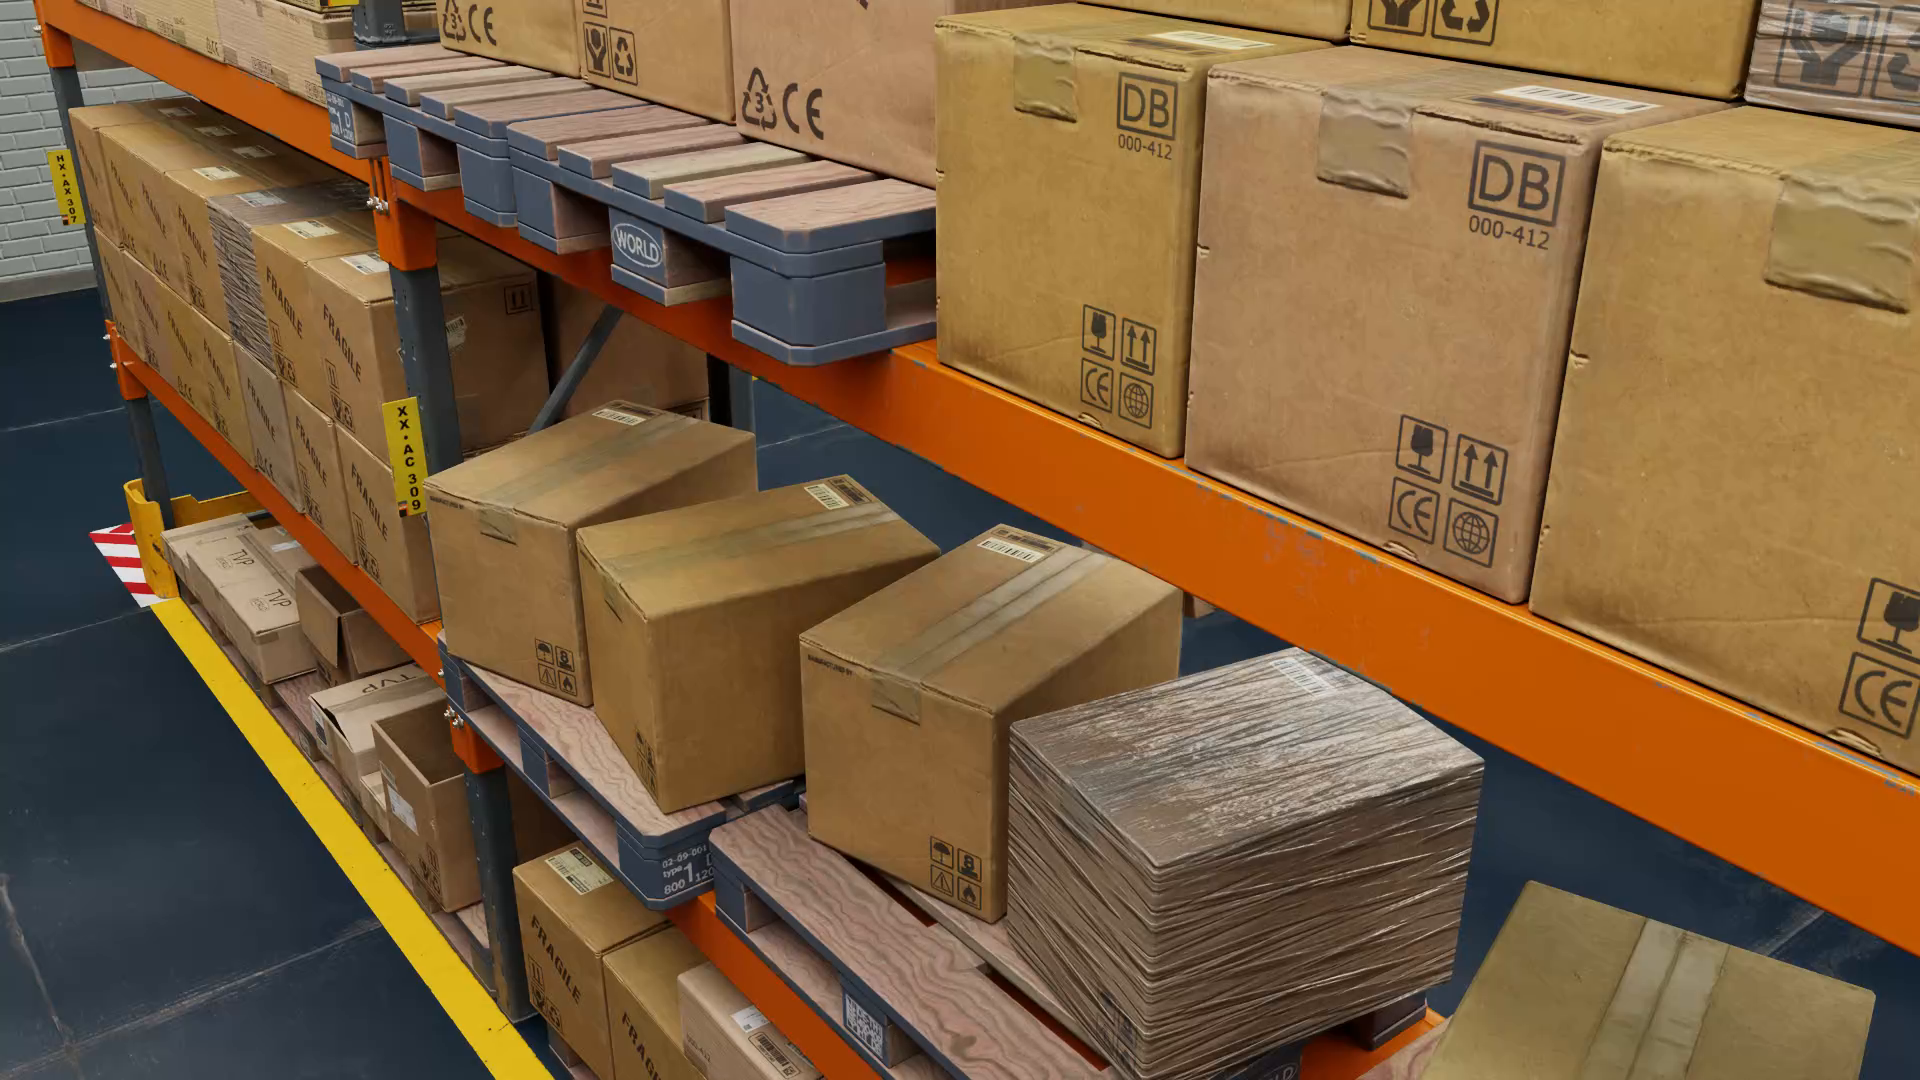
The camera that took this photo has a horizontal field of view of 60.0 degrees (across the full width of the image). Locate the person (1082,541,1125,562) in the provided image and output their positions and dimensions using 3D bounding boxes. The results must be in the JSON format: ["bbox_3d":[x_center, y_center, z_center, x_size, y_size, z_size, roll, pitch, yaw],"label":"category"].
[{"bbox_3d":[0.720,0.106,6.368,0.497,1.670,0.537,14,28,28],"label":"person"}]
